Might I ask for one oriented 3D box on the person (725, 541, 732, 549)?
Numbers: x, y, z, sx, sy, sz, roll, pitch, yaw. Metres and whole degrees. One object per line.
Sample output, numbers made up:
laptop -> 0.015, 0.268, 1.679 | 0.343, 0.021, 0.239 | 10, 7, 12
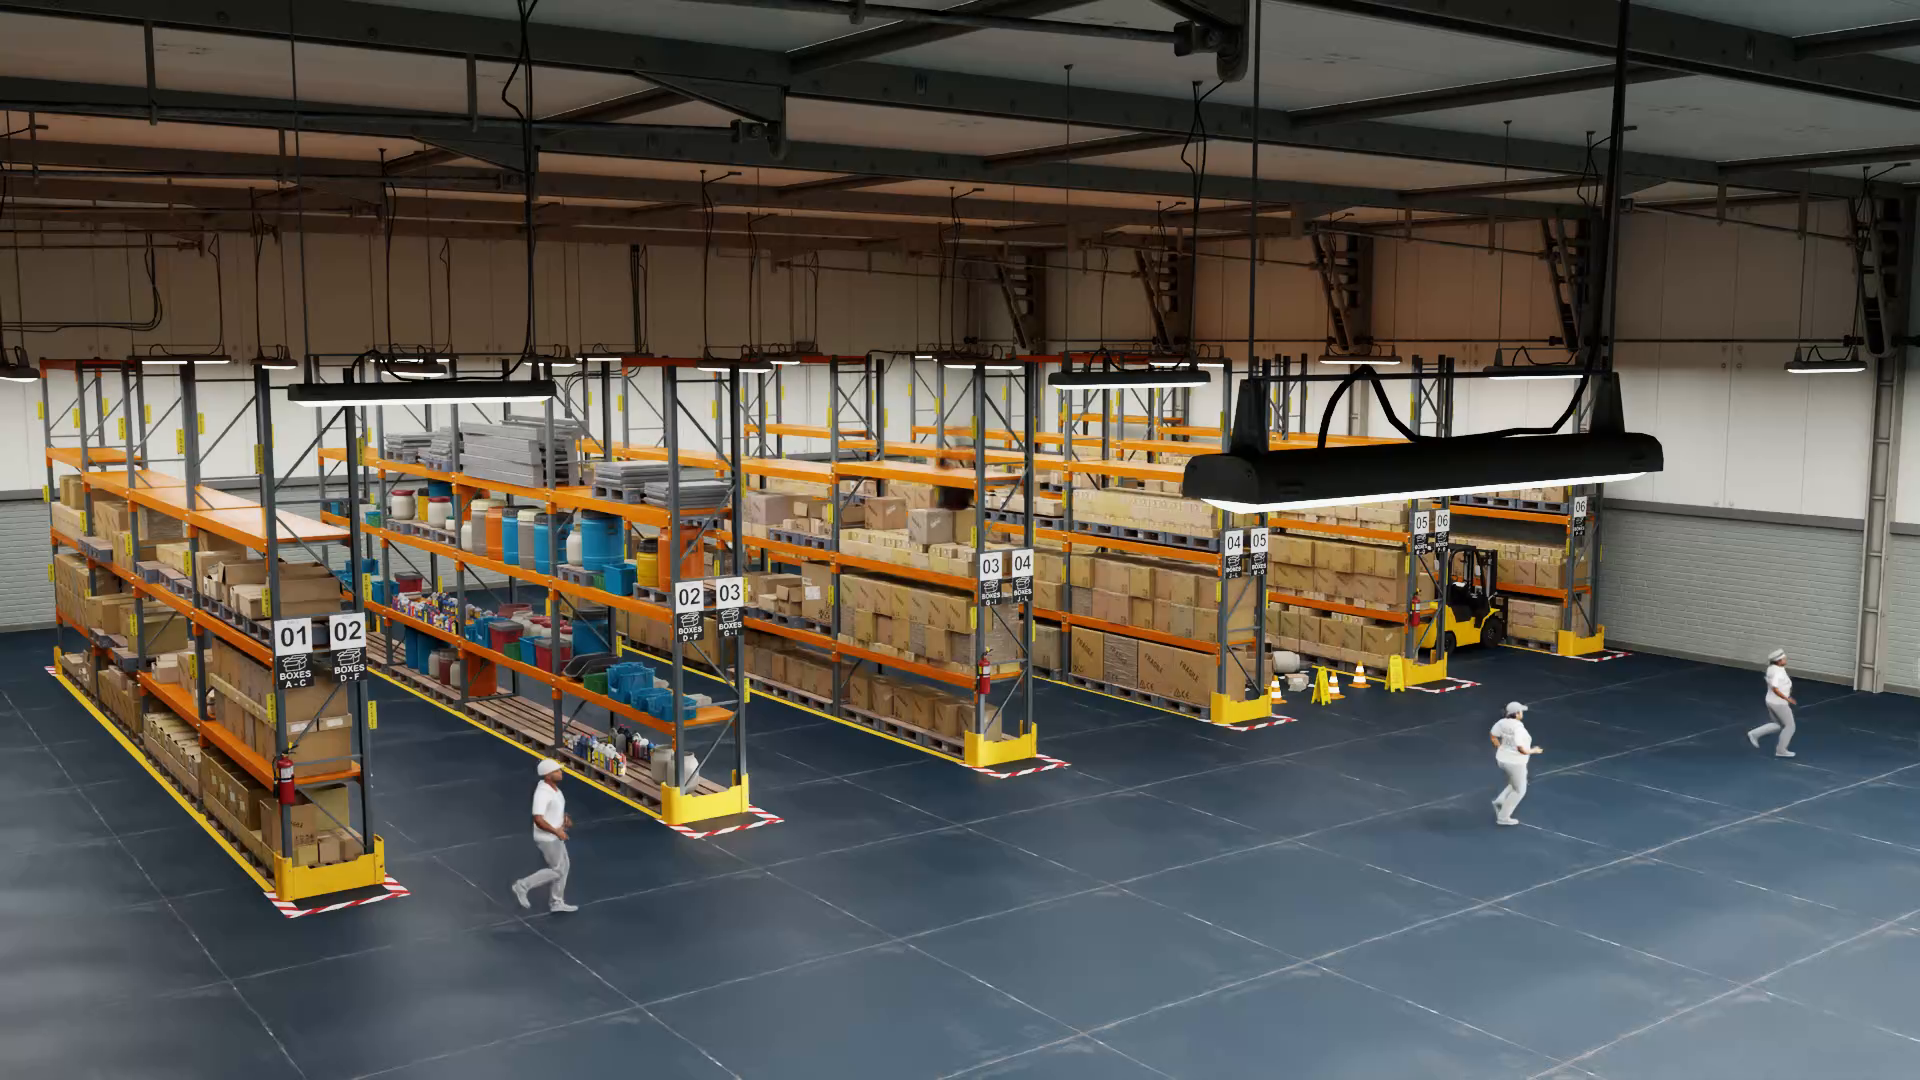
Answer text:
person -> -5.668, 0.550, 41.503 | 0.590, 1.608, 0.626 | -6, 9, -41

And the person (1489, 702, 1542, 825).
person -> 7.298, 2.911, 21.780 | 0.556, 1.623, 0.588 | -1, 7, -11

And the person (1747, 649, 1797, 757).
person -> 12.419, 2.474, 25.316 | 0.658, 1.654, 0.579 | 1, 7, 9

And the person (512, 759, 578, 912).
person -> -4.606, 3.277, 18.416 | 0.695, 1.744, 0.701 | -1, 7, -10
